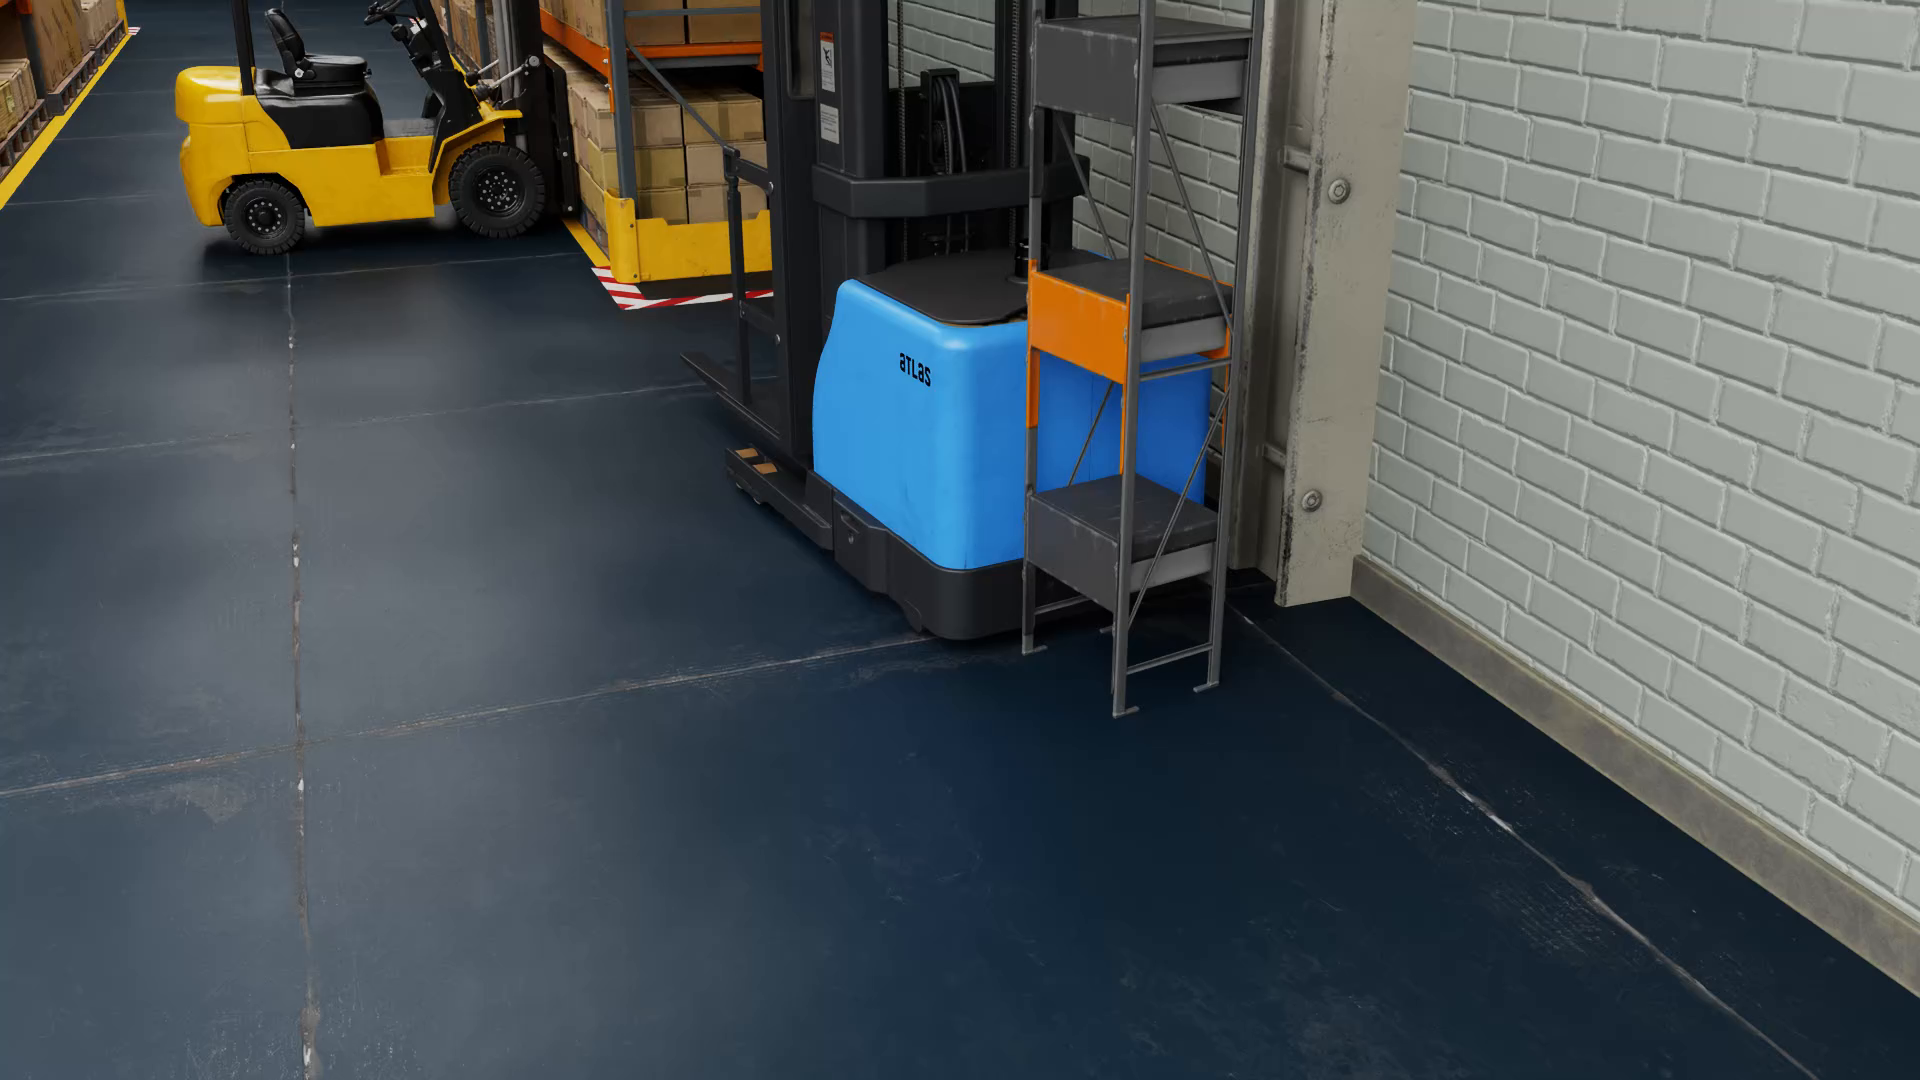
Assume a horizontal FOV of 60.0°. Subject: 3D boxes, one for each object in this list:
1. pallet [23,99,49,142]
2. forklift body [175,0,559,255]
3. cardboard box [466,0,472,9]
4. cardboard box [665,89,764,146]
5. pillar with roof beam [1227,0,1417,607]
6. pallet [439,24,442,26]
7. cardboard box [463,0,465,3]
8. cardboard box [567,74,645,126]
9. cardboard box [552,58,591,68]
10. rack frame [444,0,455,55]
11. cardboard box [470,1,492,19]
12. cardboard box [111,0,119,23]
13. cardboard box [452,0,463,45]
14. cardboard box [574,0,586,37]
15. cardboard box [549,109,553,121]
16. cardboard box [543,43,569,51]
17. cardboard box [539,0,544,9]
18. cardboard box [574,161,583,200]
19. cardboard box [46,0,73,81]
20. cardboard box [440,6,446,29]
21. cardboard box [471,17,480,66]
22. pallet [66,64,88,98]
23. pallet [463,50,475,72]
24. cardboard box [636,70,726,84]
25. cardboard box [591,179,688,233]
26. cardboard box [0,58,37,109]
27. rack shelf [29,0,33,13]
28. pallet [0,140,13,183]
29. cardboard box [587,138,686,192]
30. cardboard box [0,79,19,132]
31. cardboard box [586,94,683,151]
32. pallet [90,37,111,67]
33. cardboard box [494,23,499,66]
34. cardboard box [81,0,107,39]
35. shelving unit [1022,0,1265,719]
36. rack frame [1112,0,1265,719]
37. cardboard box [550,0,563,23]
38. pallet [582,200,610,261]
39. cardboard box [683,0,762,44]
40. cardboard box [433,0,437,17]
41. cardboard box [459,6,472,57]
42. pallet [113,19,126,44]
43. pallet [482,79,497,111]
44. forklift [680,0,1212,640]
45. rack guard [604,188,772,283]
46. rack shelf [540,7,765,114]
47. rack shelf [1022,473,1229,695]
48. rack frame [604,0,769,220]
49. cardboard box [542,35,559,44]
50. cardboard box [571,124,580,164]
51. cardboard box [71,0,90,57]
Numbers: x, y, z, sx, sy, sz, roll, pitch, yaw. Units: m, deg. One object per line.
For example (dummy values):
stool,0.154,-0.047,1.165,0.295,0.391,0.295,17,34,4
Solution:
pallet,-8.733,-3.703,14.765,1.003,0.211,1.213,-8,24,-19
forklift body,-3.916,-3.096,10.826,2.313,2.155,1.214,-8,24,-19
cardboard box,-5.219,-5.926,18.290,0.380,0.149,0.250,-10,25,-22
cardboard box,-1.532,-2.636,10.354,0.500,0.250,0.500,-9,24,-20
pillar with roof beam,-2.850,-3.419,2.775,9.100,9.000,0.400,-8,24,-19
pallet,-6.455,-6.817,22.152,1.003,0.211,1.213,-8,24,-19
cardboard box,-5.466,-6.207,18.956,0.380,0.149,0.250,-8,24,-19
cardboard box,-2.367,-2.927,11.044,0.500,0.250,0.500,-8,24,-18
cardboard box,-2.717,-3.304,11.938,0.500,0.250,0.500,-7,24,-17
rack frame,-5.778,-7.408,19.965,1.000,3.000,0.127,-8,24,-19
cardboard box,-4.902,-5.535,17.363,0.380,0.149,0.250,-10,25,-22
cardboard box,-11.507,-6.966,21.674,0.875,0.438,0.875,-9,25,-21
cardboard box,-5.621,-6.051,19.423,0.500,0.500,0.500,-9,24,-20
cardboard box,-2.133,-3.427,10.390,0.500,0.500,0.500,-8,24,-17
cardboard box,-2.724,-3.073,12.036,0.500,0.250,0.500,-9,24,-19
cardboard box,-3.075,-3.670,12.807,0.500,0.250,0.500,-9,24,-20
cardboard box,-2.840,-4.164,12.138,0.500,0.500,0.500,-8,24,-18
cardboard box,-2.336,-2.467,11.241,0.500,0.250,0.500,-8,24,-18
cardboard box,-9.485,-5.074,16.621,0.875,0.875,0.875,-8,24,-18
cardboard box,-6.376,-6.634,21.107,0.396,0.266,0.258,-7,24,-17
cardboard box,-4.883,-5.304,17.650,0.500,0.500,0.500,-9,24,-20
pallet,-9.643,-4.727,17.193,1.003,0.211,1.213,-8,24,-19
pallet,-5.021,-5.389,18.764,1.003,0.211,1.213,-8,24,-19
cardboard box,-1.878,-3.000,11.218,0.500,0.250,0.500,-9,24,-19
cardboard box,-2.001,-2.102,10.375,0.500,0.250,0.500,-8,24,-19
cardboard box,-8.817,-4.049,14.836,0.950,0.372,0.625,-10,25,-23
rack shelf,-9.714,-5.668,16.761,1.077,0.370,4.000,-8,24,-19
pallet,-7.871,-2.817,12.662,1.003,0.211,1.213,-8,24,-19
cardboard box,-2.004,-2.339,10.293,0.500,0.250,0.500,-9,24,-20
cardboard box,-8.287,-3.505,13.547,0.950,0.372,0.625,-8,24,-17
cardboard box,-1.994,-2.560,10.174,0.500,0.250,0.500,-8,24,-17
pallet,-10.616,-5.728,19.568,1.003,0.211,1.213,-8,24,-19
cardboard box,-3.920,-4.589,15.793,0.875,0.625,0.625,-8,24,-17
cardboard box,-10.859,-6.307,20.110,0.875,0.438,0.875,-9,25,-21
shelving unit,0.502,-0.556,4.866,0.431,2.100,0.503,-14,26,-29
rack frame,0.631,-0.476,4.675,0.400,2.100,0.015,-14,26,-29
cardboard box,-2.502,-3.794,11.261,0.500,0.500,0.500,-8,24,-19
pallet,-1.848,-2.035,10.807,1.003,0.211,1.213,-8,24,-19
cardboard box,-1.454,-3.312,10.118,0.500,0.500,0.500,-8,24,-17
cardboard box,-6.705,-7.146,22.021,0.500,0.500,0.500,-8,24,-18
cardboard box,-5.271,-5.680,18.542,0.500,0.500,0.500,-9,25,-21
pallet,-11.478,-6.615,21.672,1.003,0.211,1.213,-8,24,-19
pallet,-4.111,-4.366,16.336,1.003,0.211,1.213,-8,24,-19
forklift,-0.295,-1.564,6.187,1.130,2.935,3.031,-12,26,-26
rack guard,-1.531,-1.888,10.085,1.175,0.500,0.348,-8,24,-19
rack shelf,-2.246,-3.443,11.484,1.077,0.370,4.000,-8,24,-19
rack shelf,0.502,0.102,5.143,0.431,0.518,0.480,-14,26,-29
rack frame,-1.539,-3.048,9.620,1.000,3.000,0.127,-8,24,-19
cardboard box,-3.414,-4.072,14.566,0.875,0.625,0.625,-9,24,-20
cardboard box,-2.373,-2.707,11.167,0.500,0.250,0.500,-9,24,-20
cardboard box,-10.127,-5.726,18.169,0.875,0.875,0.875,-8,24,-17
